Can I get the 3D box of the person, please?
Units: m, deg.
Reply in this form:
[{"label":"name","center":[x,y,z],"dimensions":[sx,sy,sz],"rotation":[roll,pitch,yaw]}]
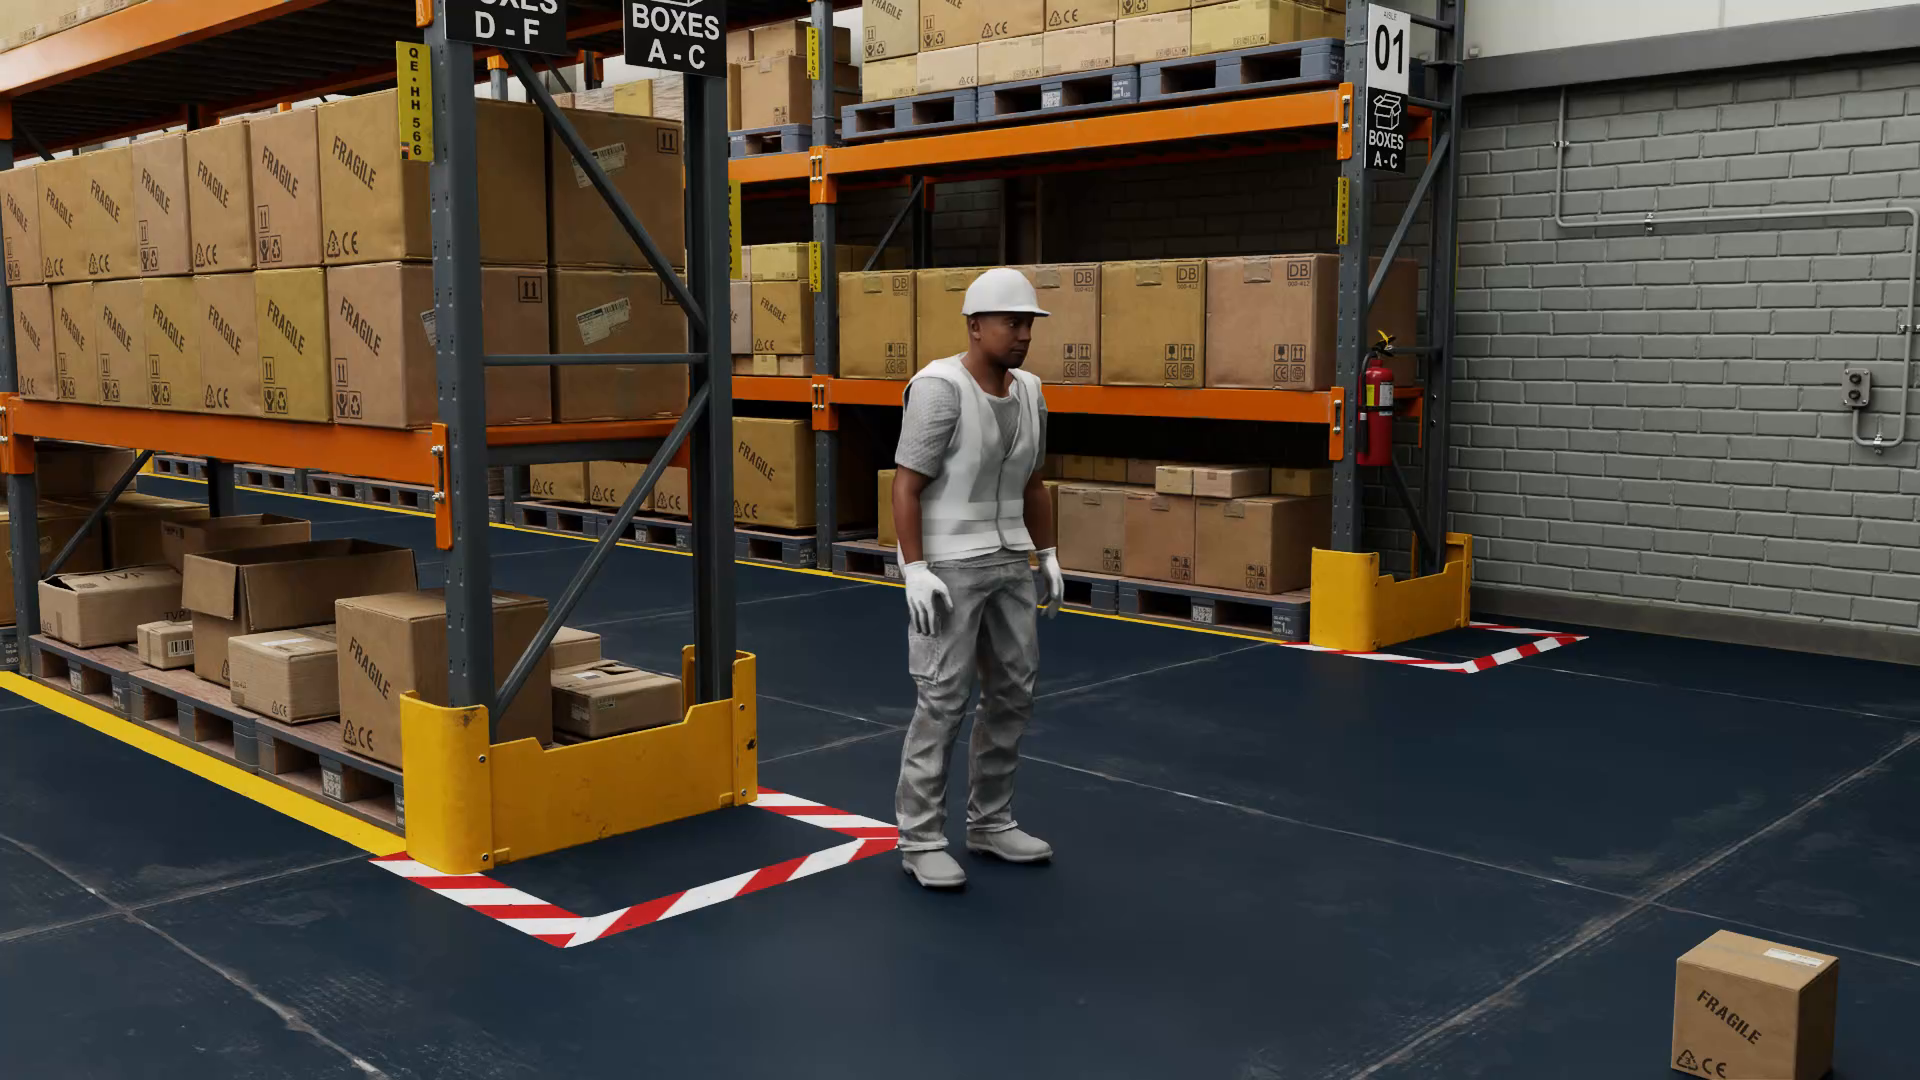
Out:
[{"label":"person","center":[0.060,0.094,4.926],"dimensions":[0.632,1.776,0.444],"rotation":[-7,10,-44]}]
